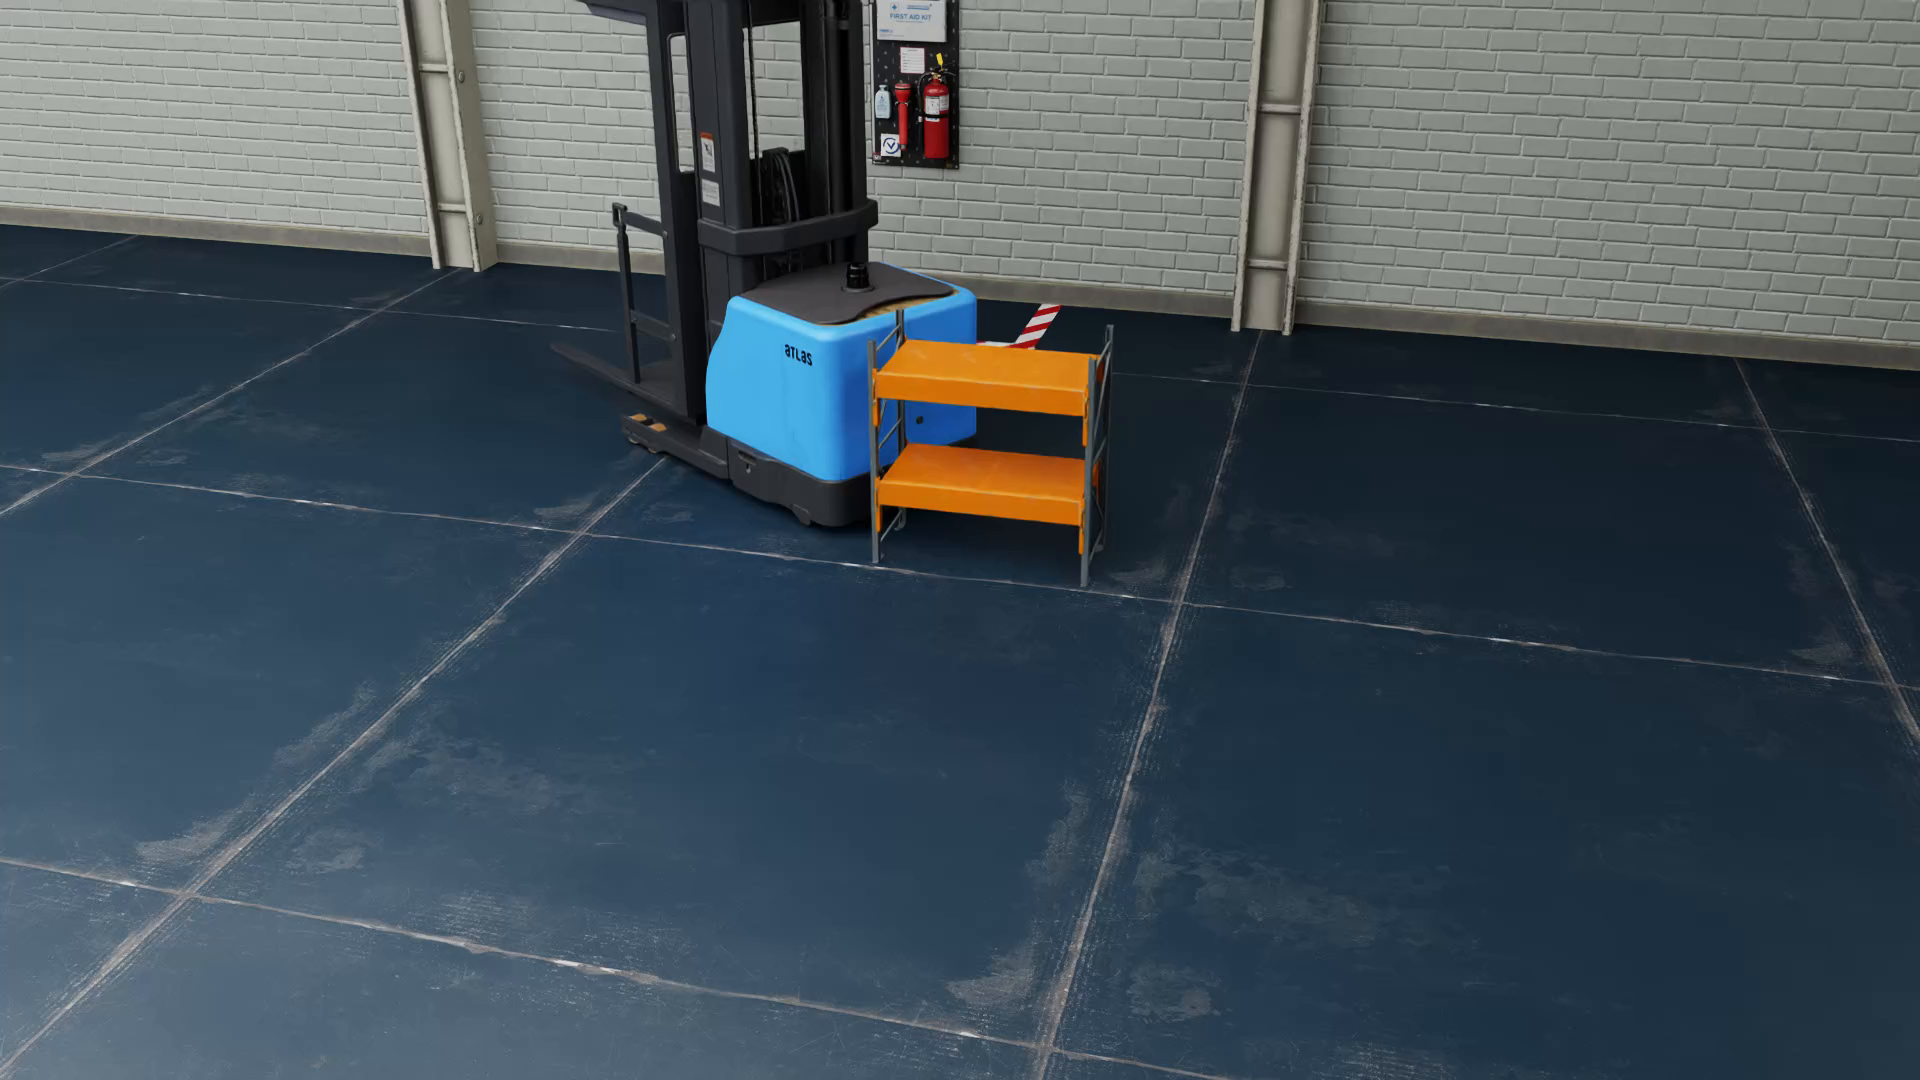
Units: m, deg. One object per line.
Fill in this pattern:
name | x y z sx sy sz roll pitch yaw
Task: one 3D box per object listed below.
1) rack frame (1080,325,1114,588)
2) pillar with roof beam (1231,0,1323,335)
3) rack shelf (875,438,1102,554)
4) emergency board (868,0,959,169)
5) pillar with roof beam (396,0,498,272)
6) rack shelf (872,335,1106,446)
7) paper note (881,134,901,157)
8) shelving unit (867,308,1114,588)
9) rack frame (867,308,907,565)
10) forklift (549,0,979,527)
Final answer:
rack frame | 0.641 -0.387 7.755 0.032 1.125 0.500 6 26 13
pillar with roof beam | 0.986 -3.725 5.605 0.400 9.000 9.100 6 26 13
rack shelf | 0.148 -0.221 7.974 1.000 0.278 0.538 6 26 13
emergency board | -0.326 -3.089 11.248 0.643 1.169 0.194 6 26 13
pillar with roof beam | -4.825 -4.367 6.954 0.400 9.000 9.100 6 26 13
rack shelf | 0.148 -0.706 7.743 1.000 0.278 0.538 6 26 13
paper note | -0.480 -2.739 11.538 0.142 0.148 0.016 6 26 13
shelving unit | 0.148 -0.441 7.869 1.048 1.125 0.538 6 26 13
rack frame | -0.344 -0.495 7.982 0.032 1.125 0.500 6 26 13
forklift | -1.264 -1.936 8.908 1.130 2.935 3.031 -22 33 -38
